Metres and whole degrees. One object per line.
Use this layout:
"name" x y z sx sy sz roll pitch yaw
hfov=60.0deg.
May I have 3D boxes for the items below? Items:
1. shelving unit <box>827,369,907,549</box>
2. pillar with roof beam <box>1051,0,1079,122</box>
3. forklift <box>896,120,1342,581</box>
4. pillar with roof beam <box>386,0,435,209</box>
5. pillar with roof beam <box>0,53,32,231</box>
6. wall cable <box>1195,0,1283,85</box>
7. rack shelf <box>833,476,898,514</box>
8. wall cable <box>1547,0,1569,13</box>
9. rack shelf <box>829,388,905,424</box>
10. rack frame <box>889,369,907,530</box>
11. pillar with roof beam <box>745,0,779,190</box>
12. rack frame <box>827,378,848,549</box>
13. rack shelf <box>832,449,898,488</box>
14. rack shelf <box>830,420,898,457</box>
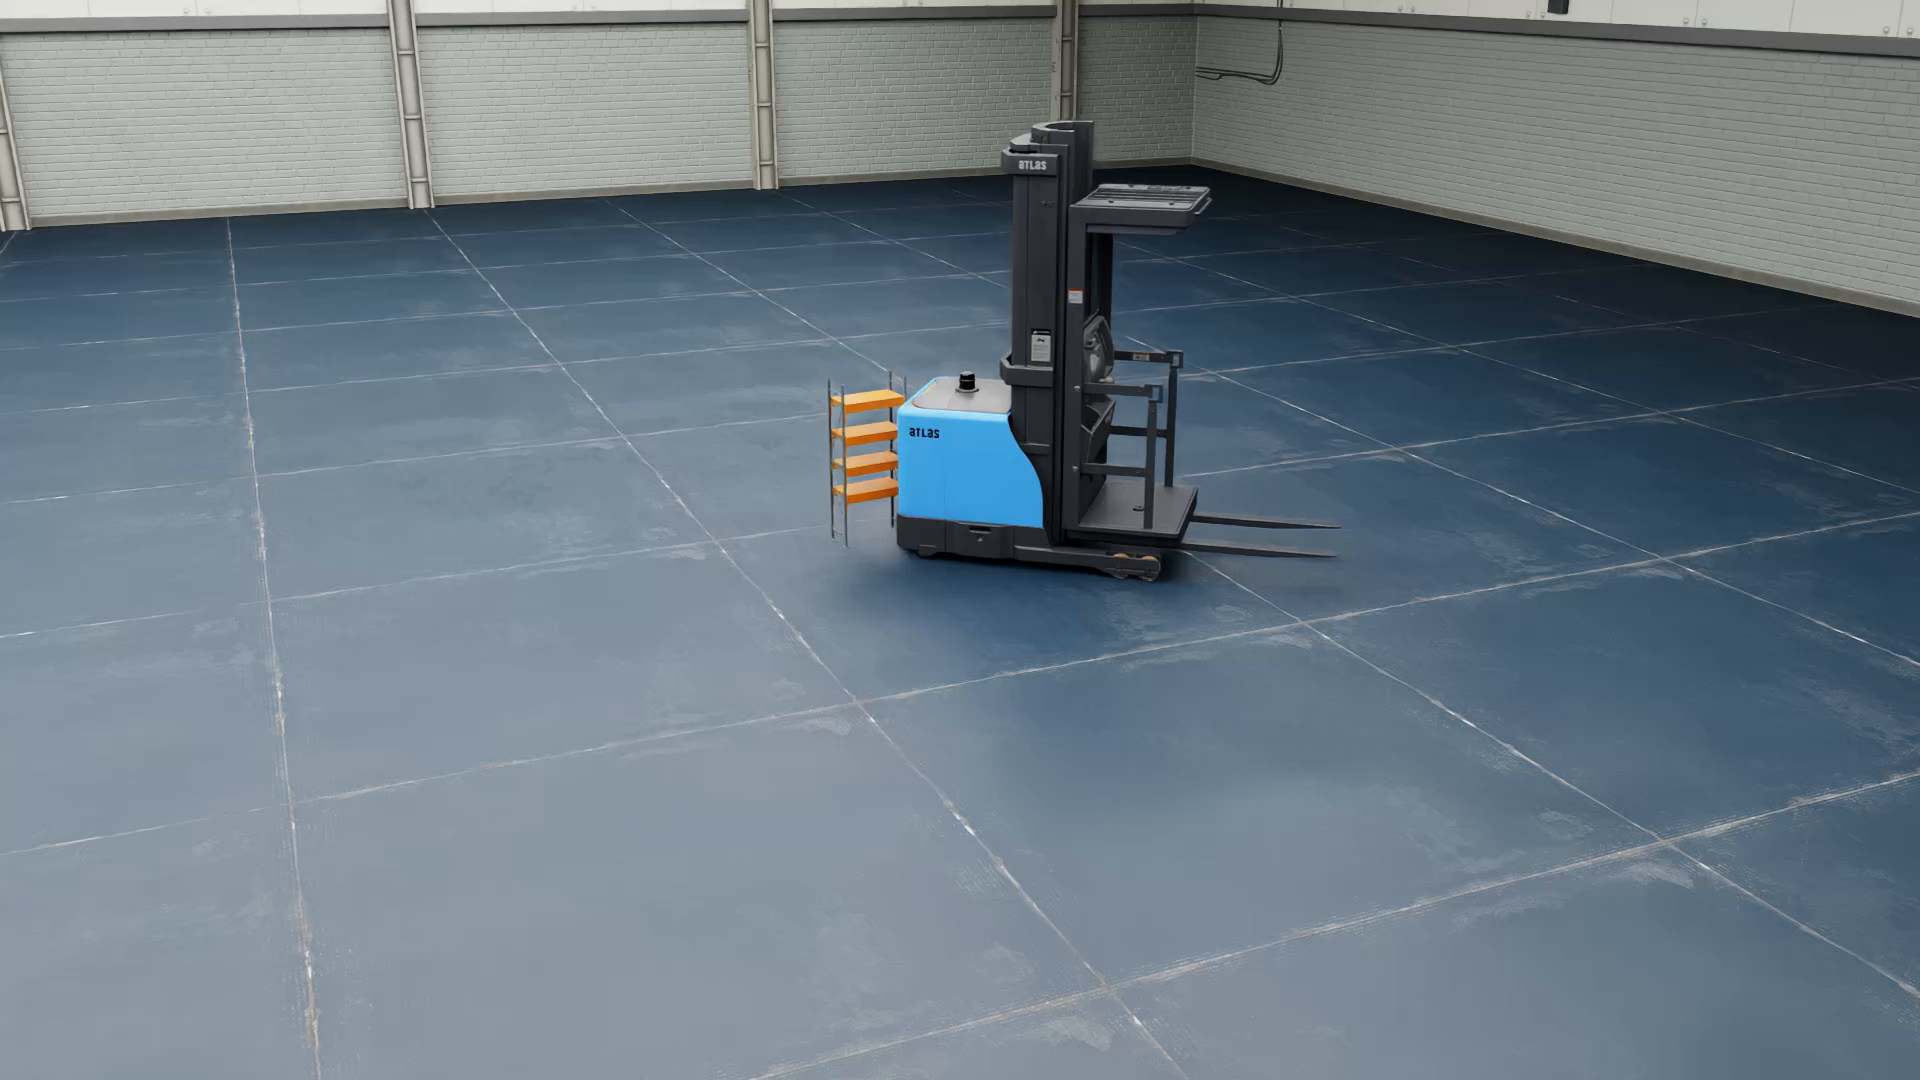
"shelving unit" -0.654 -0.577 11.853 0.503 1.200 0.258 -11 22 -28
"pillar with roof beam" 3.696 -10.092 27.136 0.400 9.000 9.100 -8 21 -22
"forklift" 1.130 -1.301 11.304 3.031 2.935 1.130 5 20 14
"pillar with roof beam" -7.323 -8.514 22.653 0.400 9.000 9.100 -8 21 -22
"pillar with roof beam" -12.832 -7.725 20.411 0.400 9.000 9.100 -8 21 -22
"wall cable" 5.219 -9.925 31.336 0.112 2.526 3.097 -8 21 -22
"rack shelf" -0.654 -0.326 11.941 0.480 0.148 0.258 -11 22 -28
"wall cable" 8.965 -10.097 22.027 0.169 6.003 2.305 -8 21 -22
"rack shelf" -0.654 -0.947 11.722 0.480 0.148 0.258 -11 22 -28
"rack frame" -0.444 -0.617 11.969 0.015 1.200 0.240 -11 22 -28
"pillar with roof beam" -1.813 -9.303 24.894 0.400 9.000 9.100 -8 21 -22
"rack frame" -0.865 -0.536 11.737 0.015 1.200 0.240 -11 22 -28
"rack shelf" -0.654 -0.513 11.875 0.480 0.148 0.258 -11 22 -28
"rack shelf" -0.654 -0.724 11.801 0.480 0.148 0.258 -11 22 -28
